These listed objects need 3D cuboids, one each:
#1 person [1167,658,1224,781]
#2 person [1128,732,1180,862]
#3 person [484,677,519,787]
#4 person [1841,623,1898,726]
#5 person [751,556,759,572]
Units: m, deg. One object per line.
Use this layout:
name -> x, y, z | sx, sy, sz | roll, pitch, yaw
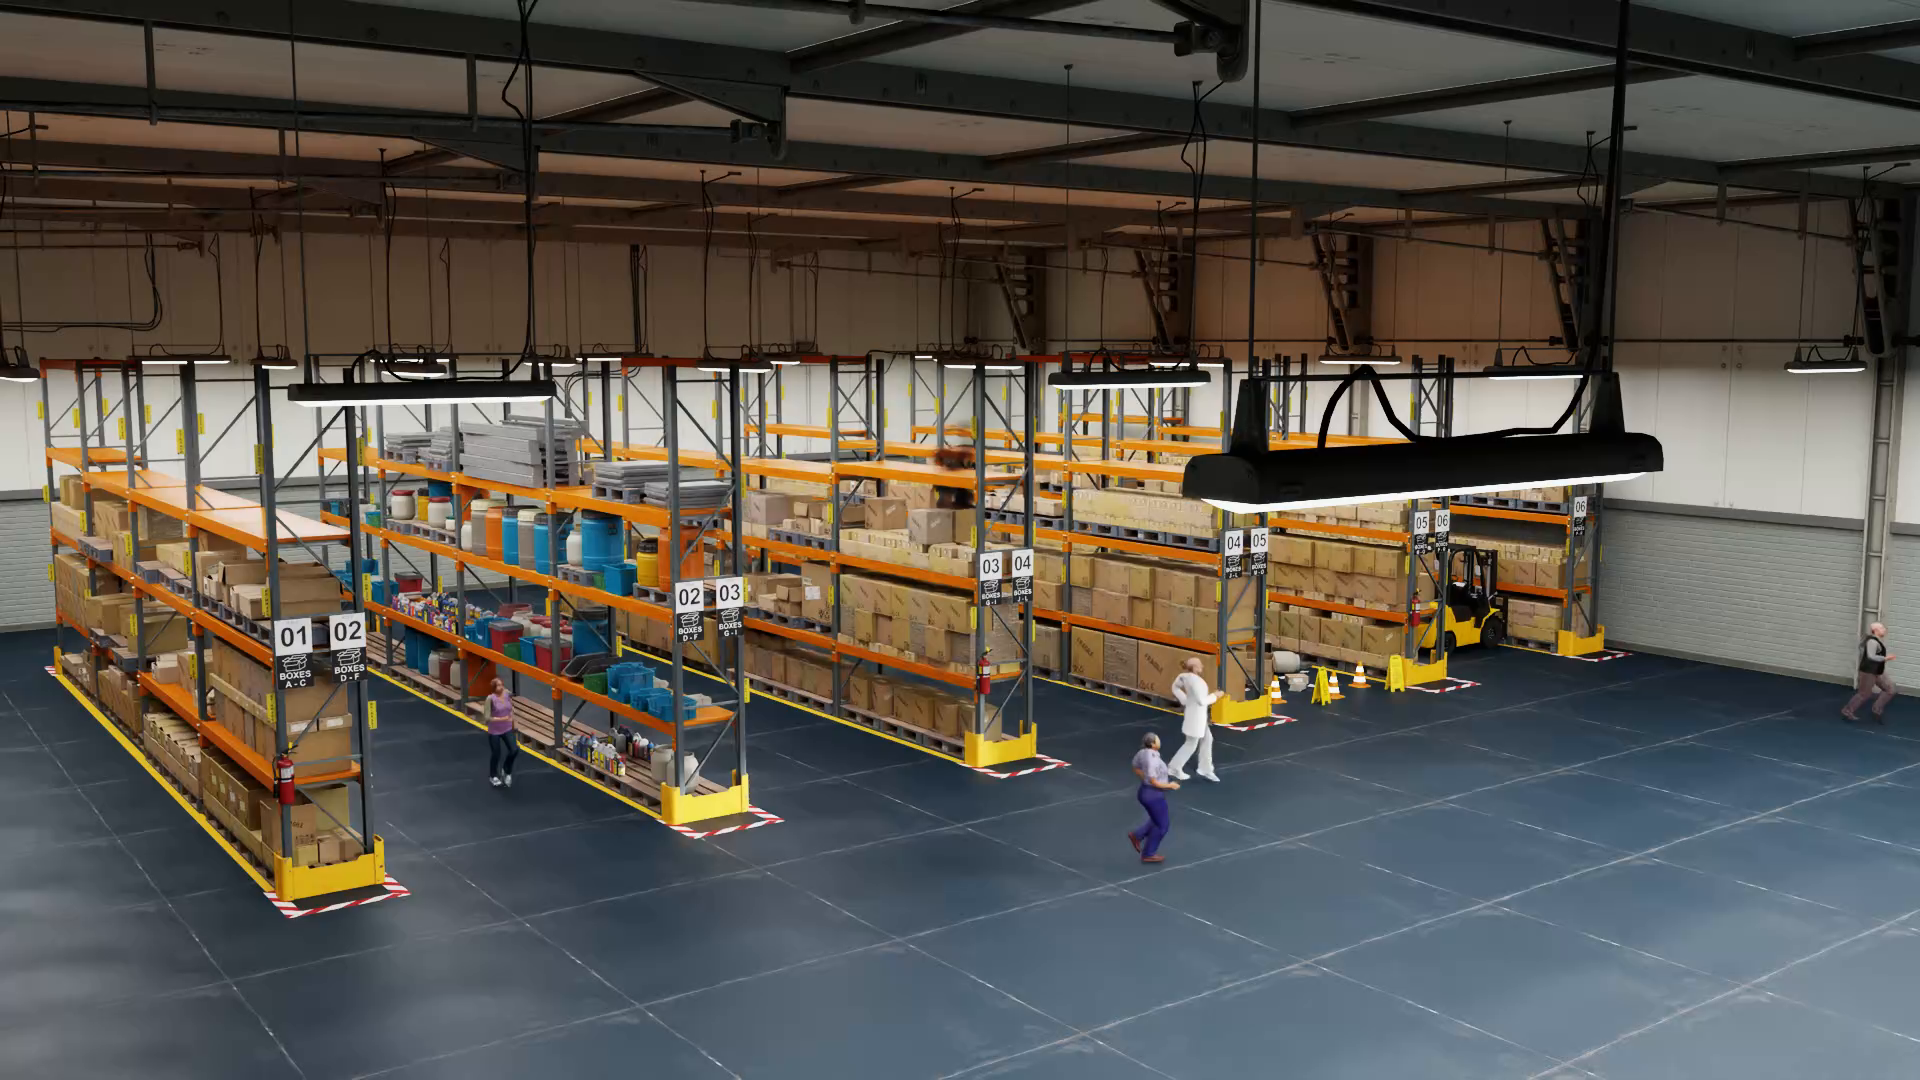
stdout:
person -> 3.344, 2.587, 23.798 | 0.833, 1.835, 0.689 | 0, 7, -1
person -> 2.375, 3.114, 20.237 | 0.534, 1.598, 0.601 | -1, 7, -11
person -> -6.474, 2.720, 23.494 | 0.510, 1.578, 0.644 | -6, 9, -42
person -> 14.976, 2.212, 27.364 | 0.777, 1.743, 0.636 | 6, 9, 39
person -> -5.171, 0.510, 41.737 | 0.749, 1.682, 0.658 | -1, 7, -7
